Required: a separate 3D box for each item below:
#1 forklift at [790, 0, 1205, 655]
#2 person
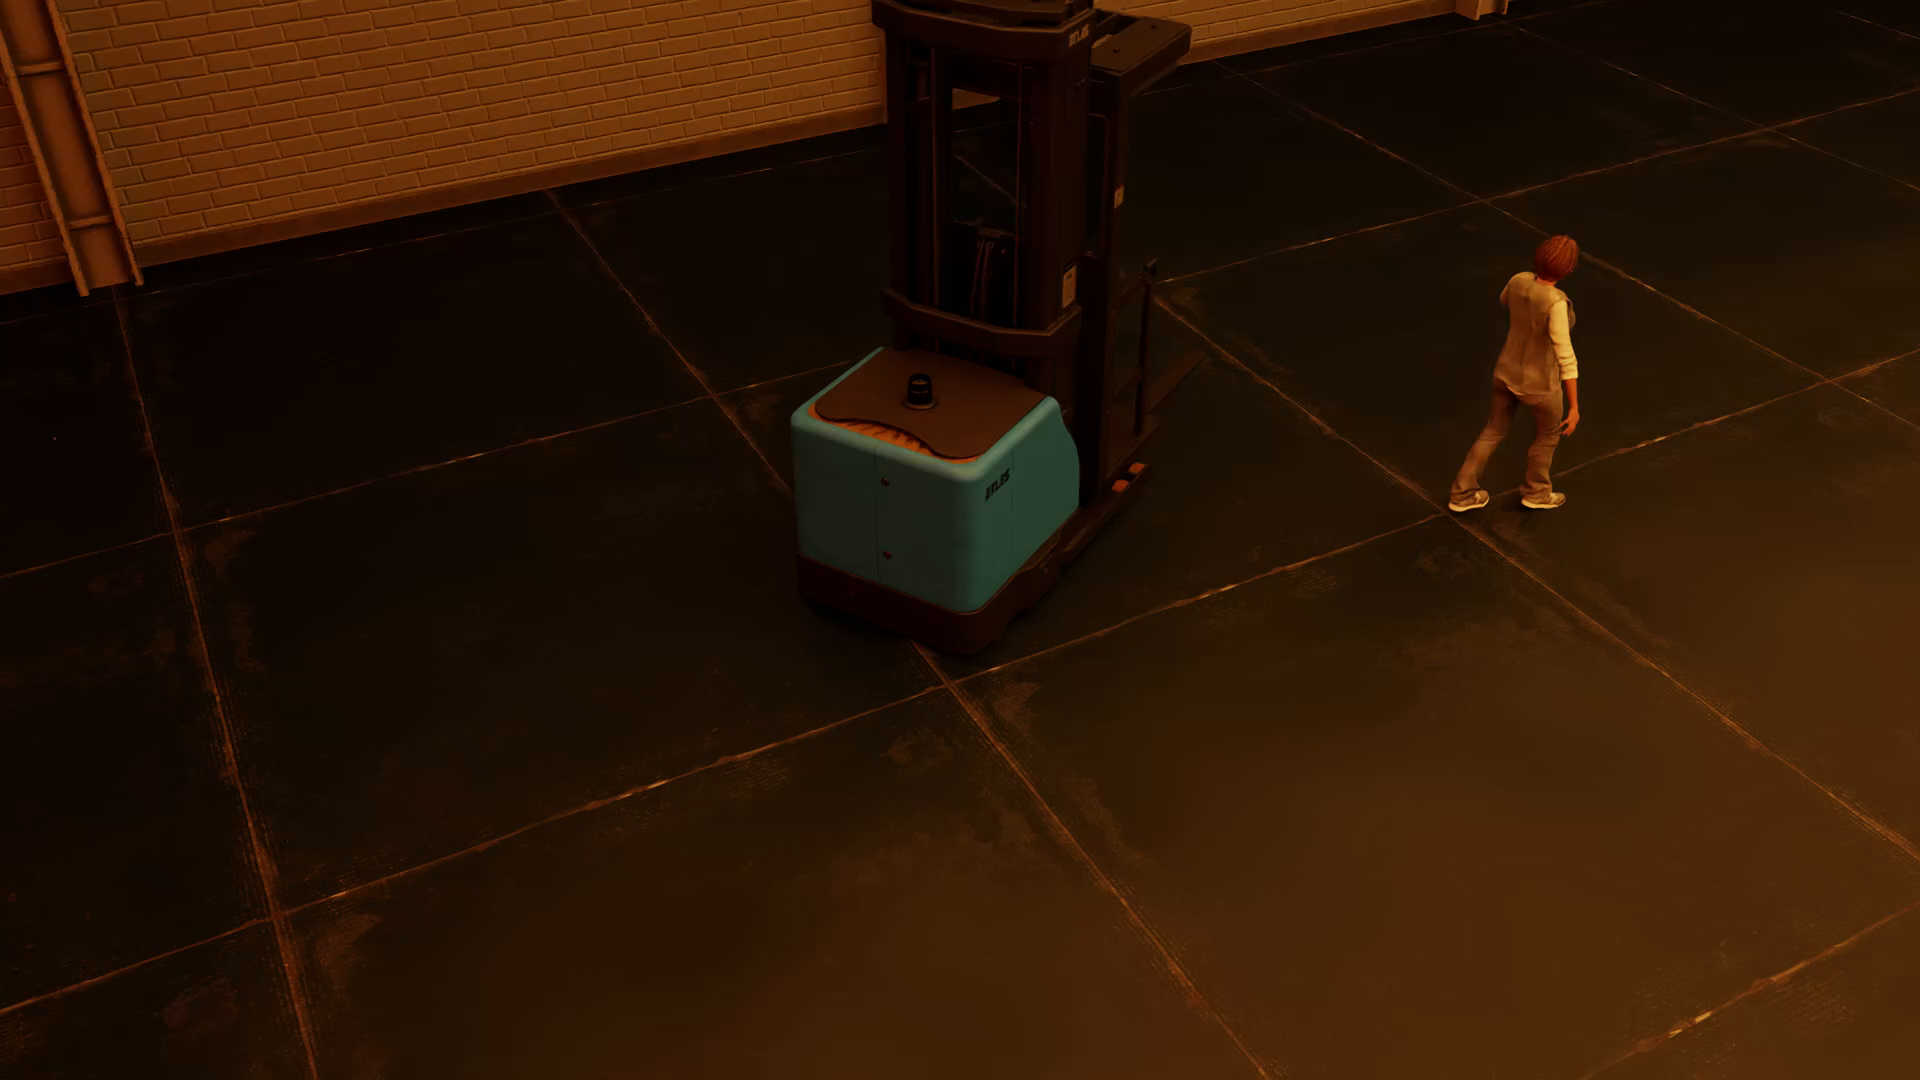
[{"bbox_3d":[0.390,-1.483,8.221,1.130,2.935,3.031,19,39,25],"label":"forklift"},{"bbox_3d":[2.945,-0.804,8.464,0.701,1.573,0.826,-17,39,-23],"label":"person"}]
